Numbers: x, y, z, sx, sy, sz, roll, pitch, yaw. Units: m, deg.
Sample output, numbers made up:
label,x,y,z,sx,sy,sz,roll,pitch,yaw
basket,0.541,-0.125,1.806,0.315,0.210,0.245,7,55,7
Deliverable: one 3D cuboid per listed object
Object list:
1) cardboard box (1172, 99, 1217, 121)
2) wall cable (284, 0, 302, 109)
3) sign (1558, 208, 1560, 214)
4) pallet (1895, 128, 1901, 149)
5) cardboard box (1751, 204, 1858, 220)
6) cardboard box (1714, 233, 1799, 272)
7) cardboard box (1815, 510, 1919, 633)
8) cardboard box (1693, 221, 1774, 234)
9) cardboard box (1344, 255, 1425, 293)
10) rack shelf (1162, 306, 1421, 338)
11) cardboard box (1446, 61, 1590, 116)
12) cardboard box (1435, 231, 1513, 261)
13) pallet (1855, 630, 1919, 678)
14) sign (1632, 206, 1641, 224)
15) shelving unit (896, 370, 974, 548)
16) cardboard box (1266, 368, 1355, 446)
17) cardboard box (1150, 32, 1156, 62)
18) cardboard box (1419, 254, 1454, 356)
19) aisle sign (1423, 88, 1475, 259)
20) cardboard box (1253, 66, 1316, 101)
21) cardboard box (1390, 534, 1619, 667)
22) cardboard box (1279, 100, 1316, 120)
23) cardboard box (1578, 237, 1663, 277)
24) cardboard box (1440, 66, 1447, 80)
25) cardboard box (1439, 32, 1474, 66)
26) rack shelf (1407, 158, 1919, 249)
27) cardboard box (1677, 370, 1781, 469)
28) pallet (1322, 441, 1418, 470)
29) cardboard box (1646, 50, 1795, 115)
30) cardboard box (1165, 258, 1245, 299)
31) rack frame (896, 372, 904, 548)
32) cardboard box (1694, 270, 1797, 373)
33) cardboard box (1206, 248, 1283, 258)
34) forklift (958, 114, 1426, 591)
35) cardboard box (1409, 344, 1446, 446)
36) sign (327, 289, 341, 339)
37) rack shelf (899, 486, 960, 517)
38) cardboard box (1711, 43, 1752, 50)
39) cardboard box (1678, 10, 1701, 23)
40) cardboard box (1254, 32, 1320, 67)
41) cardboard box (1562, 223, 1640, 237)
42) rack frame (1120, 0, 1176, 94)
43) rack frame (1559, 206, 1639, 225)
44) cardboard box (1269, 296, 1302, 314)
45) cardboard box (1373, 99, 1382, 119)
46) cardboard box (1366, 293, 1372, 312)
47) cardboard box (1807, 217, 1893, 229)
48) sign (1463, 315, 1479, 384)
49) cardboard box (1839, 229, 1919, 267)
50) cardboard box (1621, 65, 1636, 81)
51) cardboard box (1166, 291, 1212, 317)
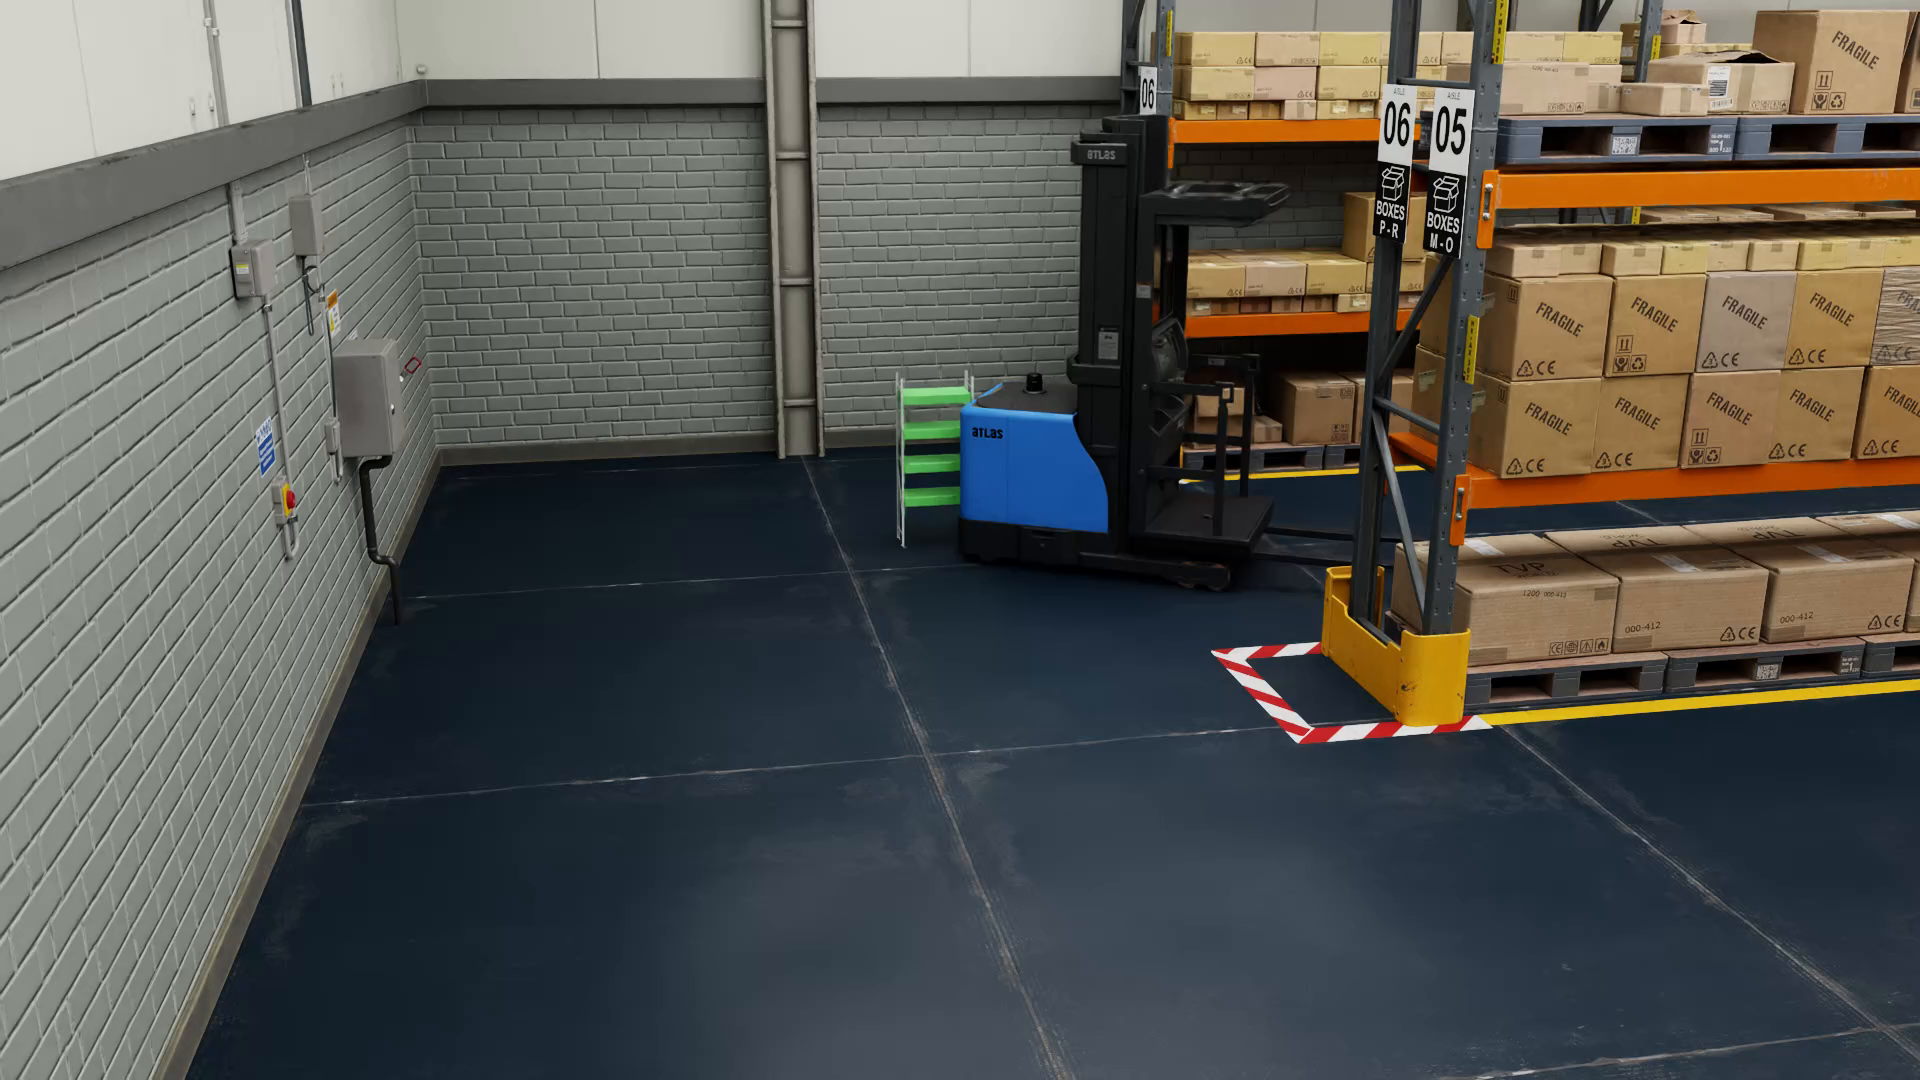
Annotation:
label,x,y,z,sx,sy,sz,roll,pitch,yaw
cardboard box,1.806,-3.333,12.873,0.250,0.149,0.380,-3,17,-9
wall cable,-3.277,-3.324,7.308,0.029,3.000,2.355,-3,17,-10
sign,5.268,-3.004,14.512,0.005,0.325,0.100,-3,17,-10
pallet,5.517,-2.209,8.938,1.213,0.211,1.003,-3,17,-10
cardboard box,7.173,-2.575,14.200,0.500,0.500,0.700,-3,17,-11
cardboard box,4.072,-1.481,8.548,0.250,0.149,0.380,-3,17,-10
cardboard box,5.685,0.168,9.806,0.875,0.438,0.875,-3,17,-11
cardboard box,4.213,-1.647,9.088,0.250,0.149,0.380,-3,17,-9
cardboard box,3.436,-2.178,13.544,0.500,0.250,0.500,-4,17,-12
rack shelf,3.413,-1.836,13.905,4.000,0.370,1.077,-3,17,-10
cardboard box,2.819,-2.299,8.450,0.500,0.250,0.500,-5,18,-16
cardboard box,2.709,-1.551,8.775,0.250,0.149,0.380,-3,17,-10
pallet,5.561,0.492,9.849,1.213,0.211,1.003,-3,17,-10
sign,5.487,-2.549,13.527,0.005,0.325,0.100,-3,17,-10
shelving unit,-0.178,-0.567,11.611,0.503,1.200,0.258,-3,17,-10
cardboard box,2.915,-1.117,13.883,0.500,0.500,0.700,-3,17,-8
cardboard box,1.833,-3.917,13.244,0.500,0.250,0.500,-4,17,-12
cardboard box,2.823,-1.259,8.928,0.500,0.500,0.500,-3,17,-9
aisle sign,2.379,-1.793,8.112,0.004,0.787,0.394,-3,17,-10
cardboard box,2.432,-3.553,12.910,0.500,0.250,0.500,-3,17,-9
cardboard box,3.024,0.321,9.307,0.875,0.438,0.875,-4,17,-12
cardboard box,2.578,-3.349,12.924,0.250,0.149,0.380,-3,17,-9
cardboard box,3.317,-1.430,8.380,0.250,0.149,0.380,-3,17,-9
cardboard box,3.937,-3.639,13.191,0.500,0.250,0.500,-3,17,-9
cardboard box,3.931,-3.880,13.125,0.500,0.250,0.500,-3,17,-9
rack shelf,4.358,-1.839,8.807,4.000,0.370,1.077,-3,17,-10
cardboard box,3.915,-0.689,8.775,0.500,0.500,0.500,-3,17,-11
pallet,3.502,-0.851,14.223,1.213,0.211,1.003,-3,17,-10
cardboard box,3.874,-2.346,8.500,0.500,0.311,0.500,-3,17,-9
cardboard box,1.946,-2.086,13.245,0.500,0.250,0.500,-3,17,-10
rack frame,-0.417,-0.554,11.567,0.015,1.200,0.240,-3,17,-10
cardboard box,3.930,-1.170,8.638,0.500,0.500,0.500,-3,17,-11
cardboard box,2.357,-2.269,13.840,0.500,0.250,0.500,-3,17,-10
forklift,1.562,-1.248,10.885,3.031,2.935,1.130,6,18,18
cardboard box,2.818,-0.789,9.100,0.500,0.500,0.500,-3,17,-10
sign,-3.585,-1.298,9.522,0.001,0.242,0.339,-3,17,-10
rack shelf,-0.178,-0.276,11.700,0.480,0.148,0.258,-3,17,-10
cardboard box,6.259,-3.923,13.403,0.250,0.149,0.380,-4,17,-11
cardboard box,5.917,-4.255,13.777,0.258,0.266,0.396,-3,17,-10
cardboard box,2.436,-3.787,12.821,0.500,0.250,0.500,-3,17,-11
cardboard box,3.446,-1.613,8.976,0.250,0.149,0.380,-3,17,-9
rack frame,1.449,-4.936,12.556,0.127,3.000,1.000,-3,17,-10
rack frame,5.377,-2.291,14.162,0.127,3.000,1.000,-3,17,-10
cardboard box,2.576,-1.936,13.434,0.250,0.149,0.380,-3,17,-9
cardboard box,3.330,-3.390,13.060,0.250,0.149,0.380,-3,17,-10
cardboard box,3.353,-1.965,13.530,0.250,0.149,0.380,-3,17,-9
cardboard box,4.949,-1.706,9.278,0.250,0.149,0.380,-4,17,-12
sign,2.494,-0.929,8.118,0.005,0.325,0.100,-3,17,-10
cardboard box,4.813,-1.534,8.720,0.250,0.149,0.380,-4,17,-12
cardboard box,5.661,-3.890,13.802,0.250,0.149,0.380,-3,17,-11
cardboard box,1.824,-1.887,13.276,0.250,0.149,0.380,-3,17,-11
